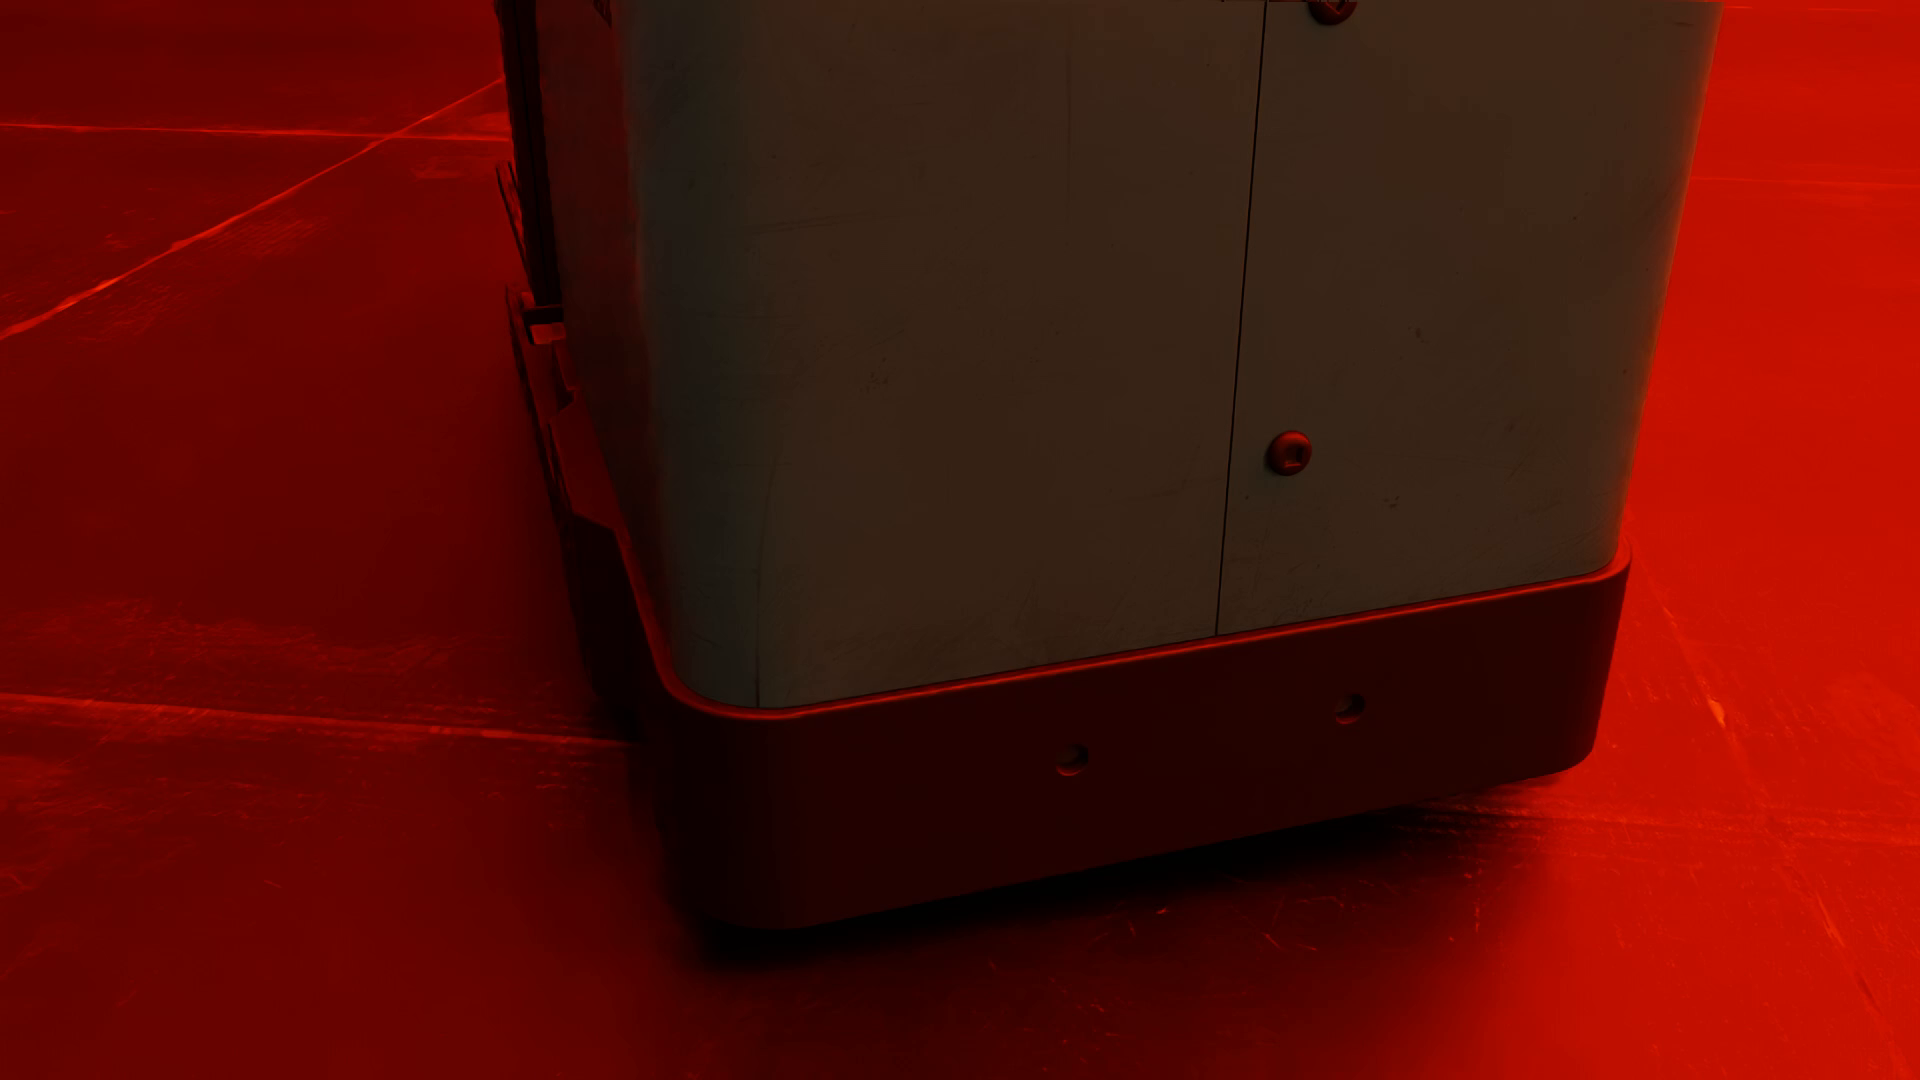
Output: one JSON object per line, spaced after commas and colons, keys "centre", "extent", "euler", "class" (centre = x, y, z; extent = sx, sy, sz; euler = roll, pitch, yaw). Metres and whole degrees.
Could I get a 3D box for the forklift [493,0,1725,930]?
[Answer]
{"centre": [-0.212, -1.576, 2.377], "extent": [1.130, 2.935, 3.031], "euler": [-8, 28, -16], "class": "forklift"}
